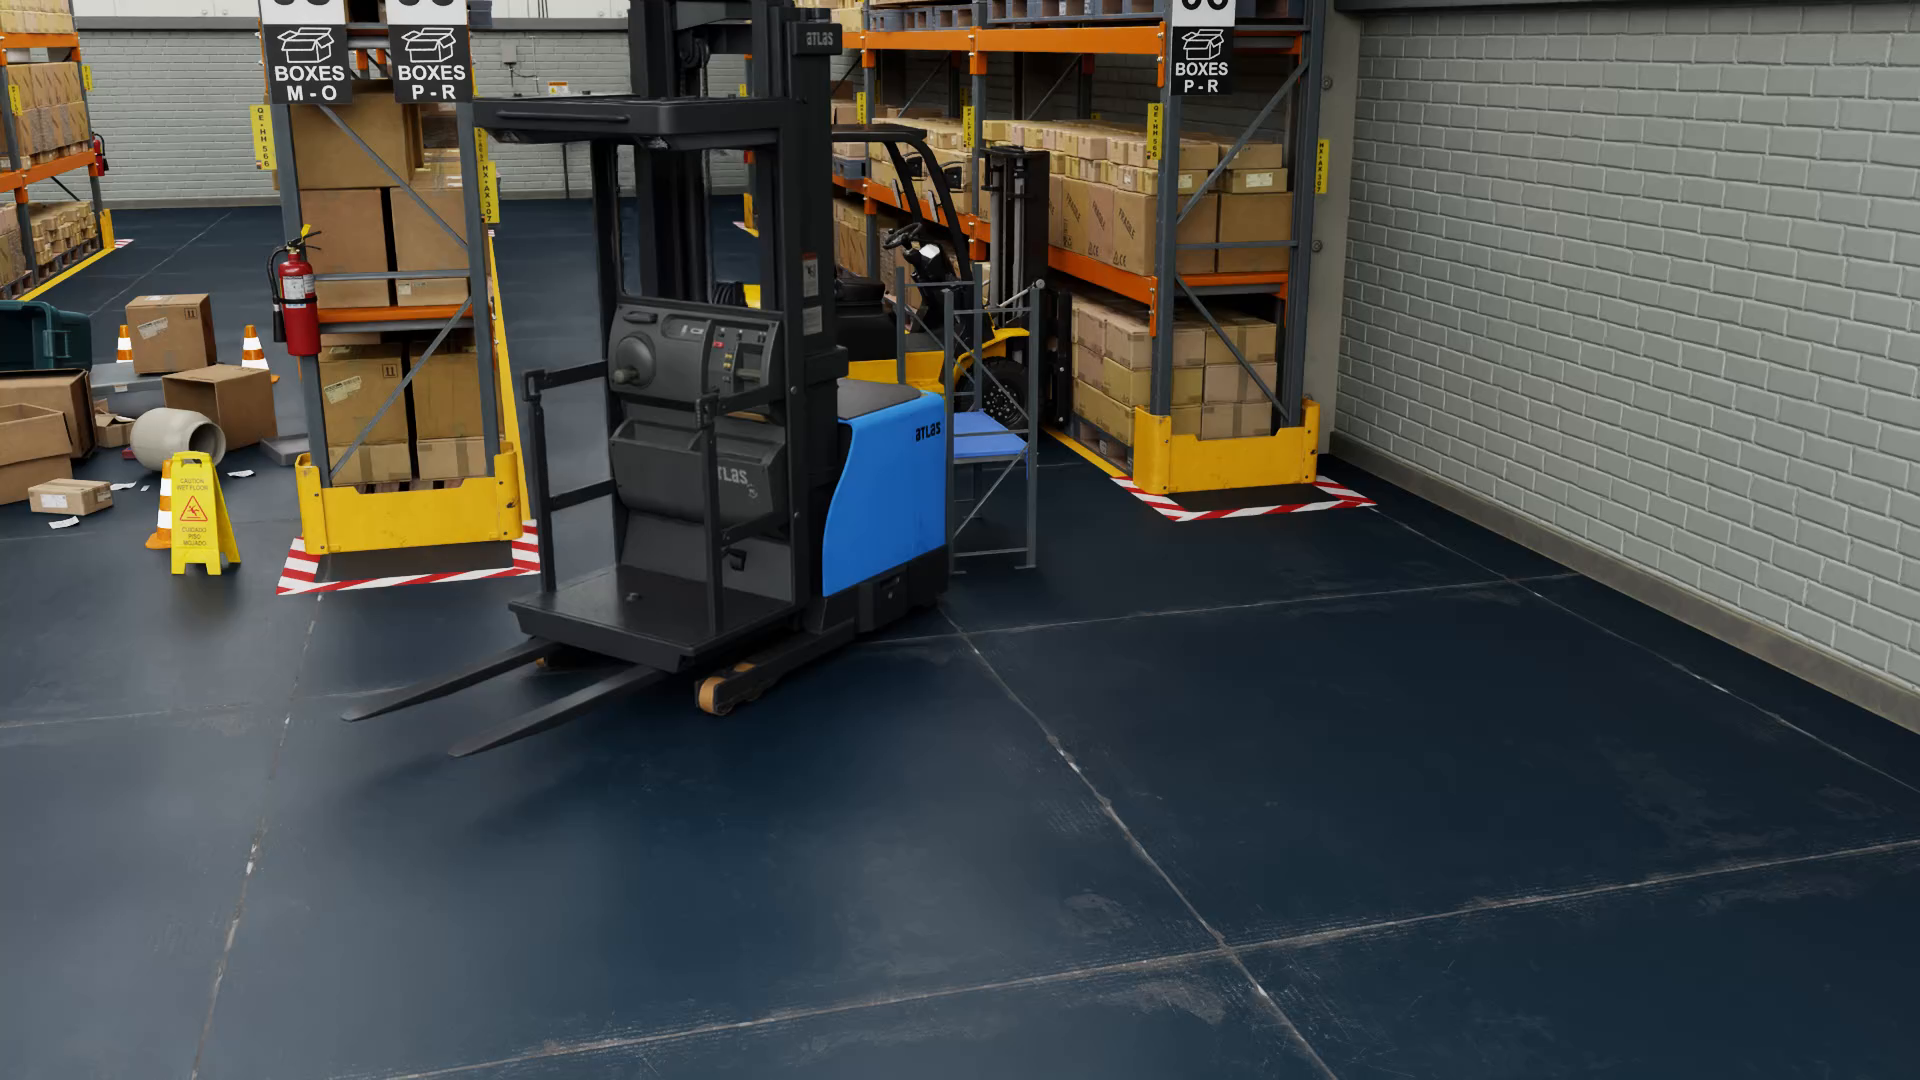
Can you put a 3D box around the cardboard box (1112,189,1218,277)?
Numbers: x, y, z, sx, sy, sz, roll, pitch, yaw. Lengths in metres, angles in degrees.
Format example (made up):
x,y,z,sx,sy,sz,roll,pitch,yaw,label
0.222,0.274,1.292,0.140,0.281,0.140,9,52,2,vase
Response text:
x,y,z,sx,sy,sz,roll,pitch,yaw,label
1.307,-1.980,10.655,0.500,0.500,0.500,-5,17,-16,cardboard box

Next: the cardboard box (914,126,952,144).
x,y,z,sx,sy,sz,roll,pitch,yaw,label
-0.239,-3.777,15.510,0.380,0.149,0.250,-5,17,-17,cardboard box

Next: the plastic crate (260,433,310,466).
x,y,z,sx,sy,sz,roll,pitch,yaw,label
-4.533,-0.632,11.417,0.402,0.080,0.583,-12,20,-34,plastic crate

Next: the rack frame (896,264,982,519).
x,y,z,sx,sy,sz,roll,pitch,yaw,label
-0.116,-0.835,9.626,0.500,1.500,0.032,-5,17,-15,rack frame

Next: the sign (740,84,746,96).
x,y,z,sx,sy,sz,roll,pitch,yaw,label
-3.224,-6.614,24.751,0.100,0.325,0.005,-5,17,-15,sign

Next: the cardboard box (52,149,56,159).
x,y,z,sx,sy,sz,roll,pitch,yaw,label
-11.486,-4.806,20.674,0.380,0.149,0.250,-4,17,-14,cardboard box

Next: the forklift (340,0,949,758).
x,y,z,sx,sy,sz,roll,pitch,yaw,label
-1.282,-0.818,7.081,1.130,2.935,3.031,11,20,32,forklift

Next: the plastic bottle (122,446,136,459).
x,y,z,sx,sy,sz,roll,pitch,yaw,label
-5.625,-0.617,11.400,0.133,0.061,0.283,-2,17,-6,plastic bottle

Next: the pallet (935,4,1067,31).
x,y,z,sx,sy,sz,roll,pitch,yaw,label
0.341,-4.511,14.373,0.805,0.209,1.217,-5,18,-17,pallet

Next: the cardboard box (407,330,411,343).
x,y,z,sx,sy,sz,roll,pitch,yaw,label
-3.826,-1.152,10.818,0.500,0.500,0.500,-5,17,-17,cardboard box

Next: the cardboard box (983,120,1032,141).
x,y,z,sx,sy,sz,roll,pitch,yaw,label
0.398,-3.312,13.447,0.380,0.149,0.250,-4,17,-14,cardboard box

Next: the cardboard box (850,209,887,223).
x,y,z,sx,sy,sz,roll,pitch,yaw,label
-1.047,-3.687,18.998,0.380,0.149,0.250,-4,17,-14,cardboard box

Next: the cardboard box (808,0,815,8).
x,y,z,sx,sy,sz,roll,pitch,yaw,label
-1.559,-6.234,19.309,0.380,0.149,0.250,-4,17,-14,cardboard box

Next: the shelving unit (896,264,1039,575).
x,y,z,sx,sy,sz,roll,pitch,yaw,label
0.023,-0.695,9.158,0.538,1.500,1.048,-5,17,-15,shelving unit

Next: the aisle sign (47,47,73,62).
x,y,z,sx,sy,sz,roll,pitch,yaw,label
-11.937,-6.718,22.085,0.394,0.787,0.004,-5,17,-15,aisle sign

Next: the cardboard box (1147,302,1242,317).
x,y,z,sx,sy,sz,roll,pitch,yaw,label
1.604,-1.465,11.428,0.500,0.250,0.500,-5,17,-15,cardboard box

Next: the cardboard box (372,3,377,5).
x,y,z,sx,sy,sz,roll,pitch,yaw,label
-4.043,-3.612,10.792,0.500,0.250,0.500,-5,17,-15,cardboard box

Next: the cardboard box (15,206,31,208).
x,y,z,sx,sy,sz,roll,pitch,yaw,label
-12.251,-4.232,21.517,0.380,0.149,0.250,-5,17,-15,cardboard box

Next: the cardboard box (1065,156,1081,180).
x,y,z,sx,sy,sz,roll,pitch,yaw,label
0.954,-2.602,11.598,0.380,0.149,0.250,-5,17,-15,cardboard box

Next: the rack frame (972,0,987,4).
x,y,z,sx,sy,sz,roll,pitch,yaw,label
0.595,-5.796,13.106,1.000,3.000,0.127,-5,17,-15,rack frame

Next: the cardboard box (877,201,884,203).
x,y,z,sx,sy,sz,roll,pitch,yaw,label
-0.828,-4.017,20.098,0.380,0.149,0.250,-4,17,-14,cardboard box

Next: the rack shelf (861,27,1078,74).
x,y,z,sx,sy,sz,roll,pitch,yaw,label
0.046,-4.568,15.482,1.077,0.370,4.000,-5,17,-15,rack shelf

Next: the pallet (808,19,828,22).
x,y,z,sx,sy,sz,roll,pitch,yaw,label
-1.203,-6.010,19.358,1.213,0.211,1.003,-5,17,-15,pallet

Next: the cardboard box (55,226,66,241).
x,y,z,sx,sy,sz,roll,pitch,yaw,label
-11.289,-3.782,20.537,0.380,0.149,0.250,-5,17,-16,cardboard box

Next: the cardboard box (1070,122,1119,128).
x,y,z,sx,sy,sz,roll,pitch,yaw,label
1.088,-3.215,13.121,0.380,0.149,0.250,-5,17,-16,cardboard box

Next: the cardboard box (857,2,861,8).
x,y,z,sx,sy,sz,roll,pitch,yaw,label
-0.885,-5.737,17.692,0.380,0.149,0.250,-5,17,-17,cardboard box

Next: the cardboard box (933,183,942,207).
x,y,z,sx,sy,sz,roll,pitch,yaw,label
0.062,-3.108,14.847,0.500,0.250,0.500,-5,17,-16,cardboard box

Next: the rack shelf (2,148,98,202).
x,y,z,sx,sy,sz,roll,pitch,yaw,label
-11.656,-4.532,20.575,1.077,0.370,4.000,-5,17,-15,rack shelf

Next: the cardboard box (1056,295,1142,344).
x,y,z,sx,sy,sz,roll,pitch,yaw,label
0.974,-1.562,11.749,0.500,0.250,0.500,-4,17,-15,cardboard box

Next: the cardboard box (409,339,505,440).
x,y,z,sx,sy,sz,roll,pitch,yaw,label
-3.040,-0.918,10.040,0.500,0.500,0.500,-5,18,-17,cardboard box

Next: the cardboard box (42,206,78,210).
x,y,z,sx,sy,sz,roll,pitch,yaw,label
-11.599,-4.211,21.450,0.380,0.149,0.250,-5,18,-17,cardboard box

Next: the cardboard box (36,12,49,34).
x,y,z,sx,sy,sz,roll,pitch,yaw,label
-11.391,-6.265,20.141,0.500,0.250,0.500,-4,17,-13,cardboard box

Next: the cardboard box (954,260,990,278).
x,y,z,sx,sy,sz,roll,pitch,yaw,label
0.441,-2.130,14.727,0.875,0.625,0.625,-4,17,-13,cardboard box

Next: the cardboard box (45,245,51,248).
x,y,z,sx,sy,sz,roll,pitch,yaw,label
-11.089,-3.423,19.860,0.380,0.149,0.250,-5,17,-16,cardboard box

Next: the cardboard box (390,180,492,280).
x,y,z,sx,sy,sz,roll,pitch,yaw,label
-2.940,-1.766,9.427,0.500,0.500,0.500,-5,17,-16,cardboard box

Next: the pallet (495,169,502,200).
x,y,z,sx,sy,sz,roll,pitch,yaw,label
-4.977,-3.355,15.742,1.213,0.211,1.003,-5,17,-15,pallet

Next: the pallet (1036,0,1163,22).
x,y,z,sx,sy,sz,roll,pitch,yaw,label
1.186,-3.746,11.650,1.003,0.211,1.213,-5,17,-15,pallet

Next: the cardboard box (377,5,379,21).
x,y,z,sx,sy,sz,roll,pitch,yaw,label
-4.103,-3.531,11.216,0.380,0.149,0.250,-4,17,-14,cardboard box

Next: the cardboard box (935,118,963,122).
x,y,z,sx,sy,sz,roll,pitch,yaw,label
-0.041,-4.250,17.086,0.380,0.149,0.250,-4,17,-14,cardboard box

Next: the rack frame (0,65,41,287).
x,y,z,sx,sy,sz,roll,pitch,yaw,label
-11.106,-4.323,18.630,1.000,3.000,0.127,-5,17,-15,rack frame

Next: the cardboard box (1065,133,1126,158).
x,y,z,sx,sy,sz,roll,pitch,yaw,label
0.946,-2.745,11.558,0.380,0.149,0.250,-4,17,-14,cardboard box

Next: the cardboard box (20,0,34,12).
x,y,z,sx,sy,sz,roll,pitch,yaw,label
-11.265,-6.358,19.581,0.500,0.250,0.500,-4,17,-14,cardboard box

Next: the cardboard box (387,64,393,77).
x,y,z,sx,sy,sz,roll,pitch,yaw,label
-6.765,-5.640,19.974,0.380,0.149,0.250,-5,17,-16,cardboard box

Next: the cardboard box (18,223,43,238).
x,y,z,sx,sy,sz,roll,pitch,yaw,label
-11.021,-3.636,19.535,0.380,0.149,0.250,-4,17,-13,cardboard box

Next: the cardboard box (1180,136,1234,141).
x,y,z,sx,sy,sz,roll,pitch,yaw,label
1.628,-2.644,11.221,0.380,0.149,0.250,-5,17,-15,cardboard box

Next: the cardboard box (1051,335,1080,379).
x,y,z,sx,sy,sz,roll,pitch,yaw,label
0.971,-1.331,11.849,0.500,0.250,0.500,-5,17,-17,cardboard box

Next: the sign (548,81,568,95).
x,y,z,sx,sy,sz,roll,pitch,yaw,label
-7.096,-7.981,29.371,0.339,0.242,0.001,-5,17,-15,sign

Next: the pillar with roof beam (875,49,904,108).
x,y,z,sx,sy,sz,roll,pitch,yaw,label
-5.067,-7.932,20.218,9.100,9.000,0.400,-5,17,-15,pillar with roof beam

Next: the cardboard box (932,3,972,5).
x,y,z,sx,sy,sz,roll,pitch,yaw,label
-0.058,-5.463,16.568,0.500,0.250,0.500,-5,17,-15,cardboard box

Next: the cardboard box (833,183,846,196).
x,y,z,sx,sy,sz,roll,pitch,yaw,label
-1.643,-4.405,20.872,0.380,0.149,0.250,-6,18,-18,cardboard box

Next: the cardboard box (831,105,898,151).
x,y,z,sx,sy,sz,roll,pitch,yaw,label
-1.130,-4.717,19.031,0.797,0.503,0.637,-5,17,-17,cardboard box

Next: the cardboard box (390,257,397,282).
x,y,z,sx,sy,sz,roll,pitch,yaw,label
-3.647,-1.674,10.247,0.380,0.149,0.250,-4,17,-14,cardboard box

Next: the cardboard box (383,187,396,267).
x,y,z,sx,sy,sz,roll,pitch,yaw,label
-3.624,-1.881,9.808,0.500,0.500,0.500,-5,17,-15,cardboard box

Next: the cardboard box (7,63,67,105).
x,y,z,sx,sy,sz,roll,pitch,yaw,label
-11.550,-5.708,20.813,0.500,0.500,0.500,-4,17,-12,cardboard box

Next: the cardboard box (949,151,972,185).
x,y,z,sx,sy,sz,roll,pitch,yaw,label
0.215,-3.206,14.303,0.500,0.250,0.500,-5,17,-16,cardboard box

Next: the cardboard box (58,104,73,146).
x,y,z,sx,sy,sz,roll,pitch,yaw,label
-11.550,-5.233,20.970,0.500,0.500,0.500,-5,17,-15,cardboard box
